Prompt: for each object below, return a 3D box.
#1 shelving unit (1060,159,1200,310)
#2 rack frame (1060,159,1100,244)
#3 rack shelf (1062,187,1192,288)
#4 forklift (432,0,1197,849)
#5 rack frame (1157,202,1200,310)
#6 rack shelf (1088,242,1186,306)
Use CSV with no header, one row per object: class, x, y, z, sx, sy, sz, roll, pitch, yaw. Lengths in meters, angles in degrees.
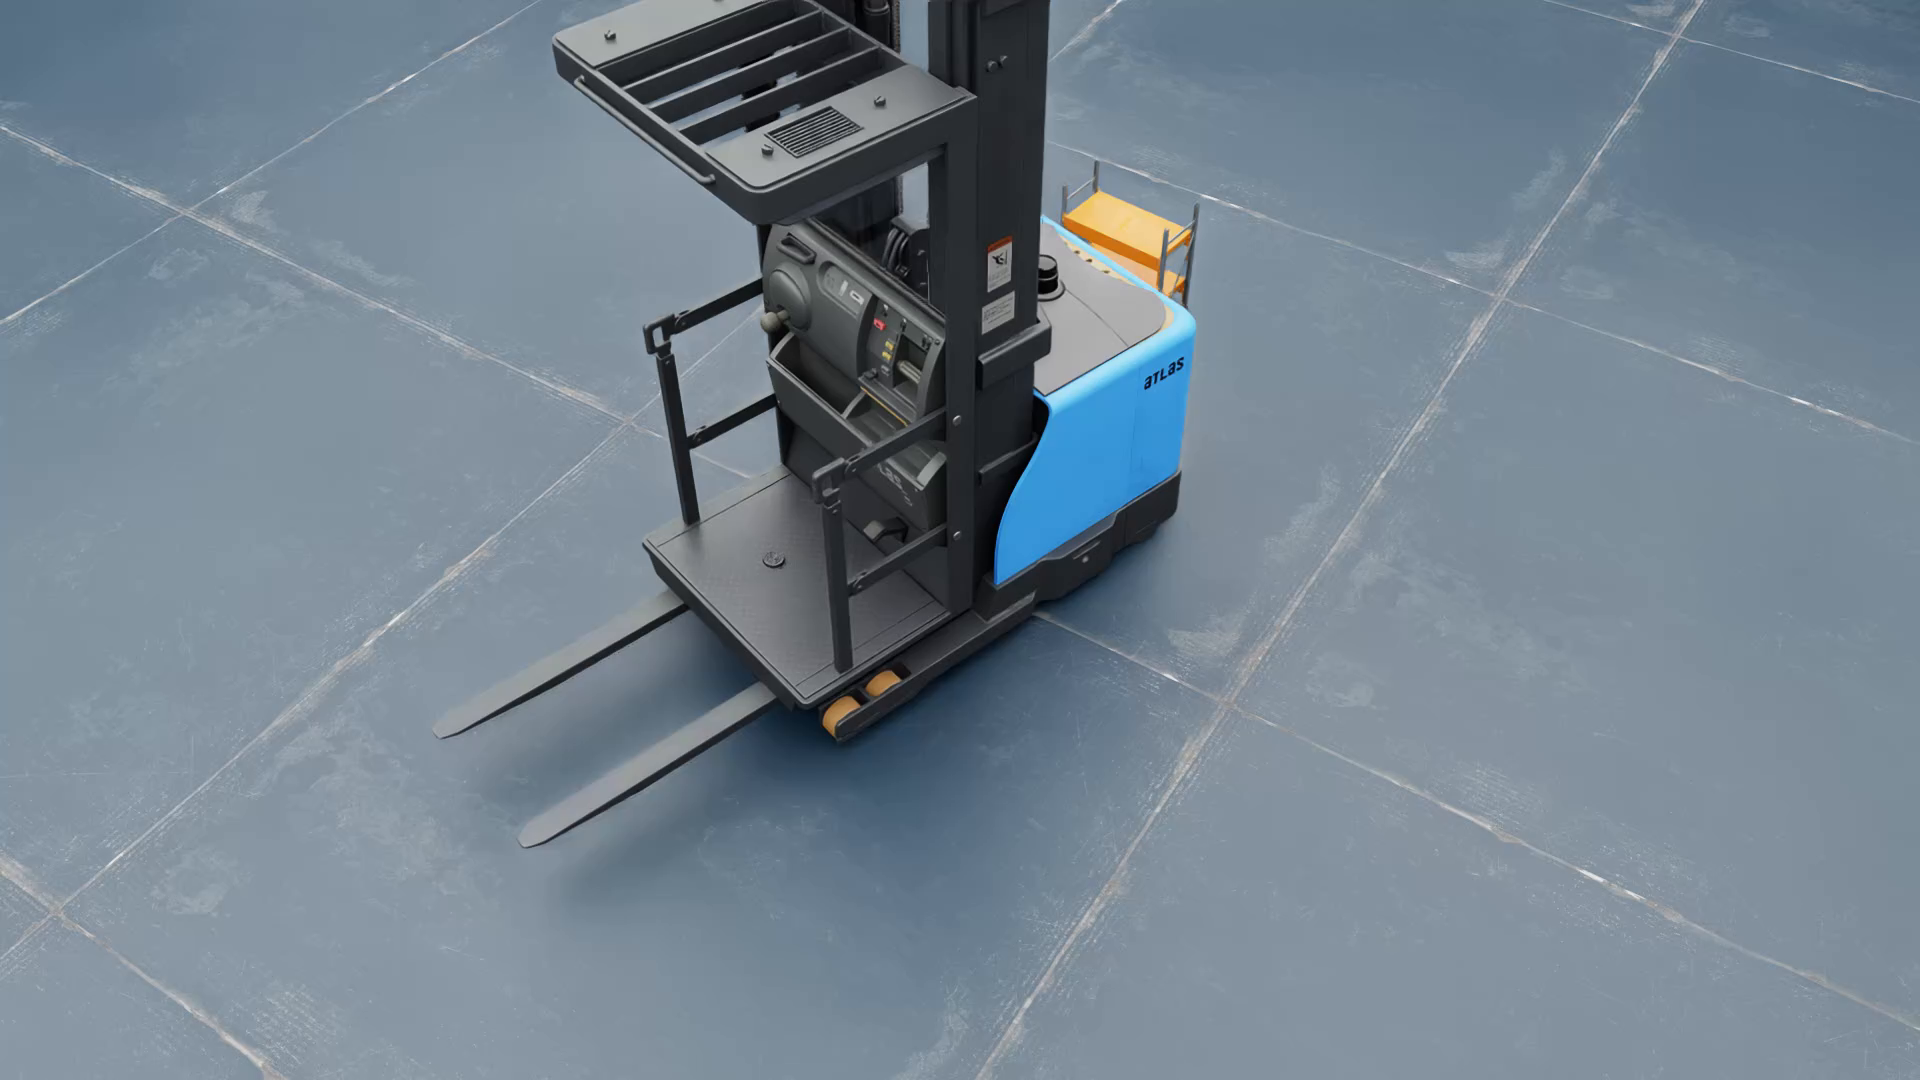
shelving unit,0.682,-0.964,7.071,0.503,1.200,0.258,30,53,26
rack frame,0.491,-1.073,7.177,0.015,1.200,0.240,30,53,26
rack shelf,0.683,-1.239,6.790,0.480,0.148,0.258,30,53,26
forklift,-0.536,-0.701,5.609,3.031,2.935,1.130,-31,53,-27
rack frame,0.872,-0.854,6.965,0.015,1.200,0.240,30,53,26
rack shelf,0.682,-1.073,6.959,0.480,0.148,0.258,30,53,26
